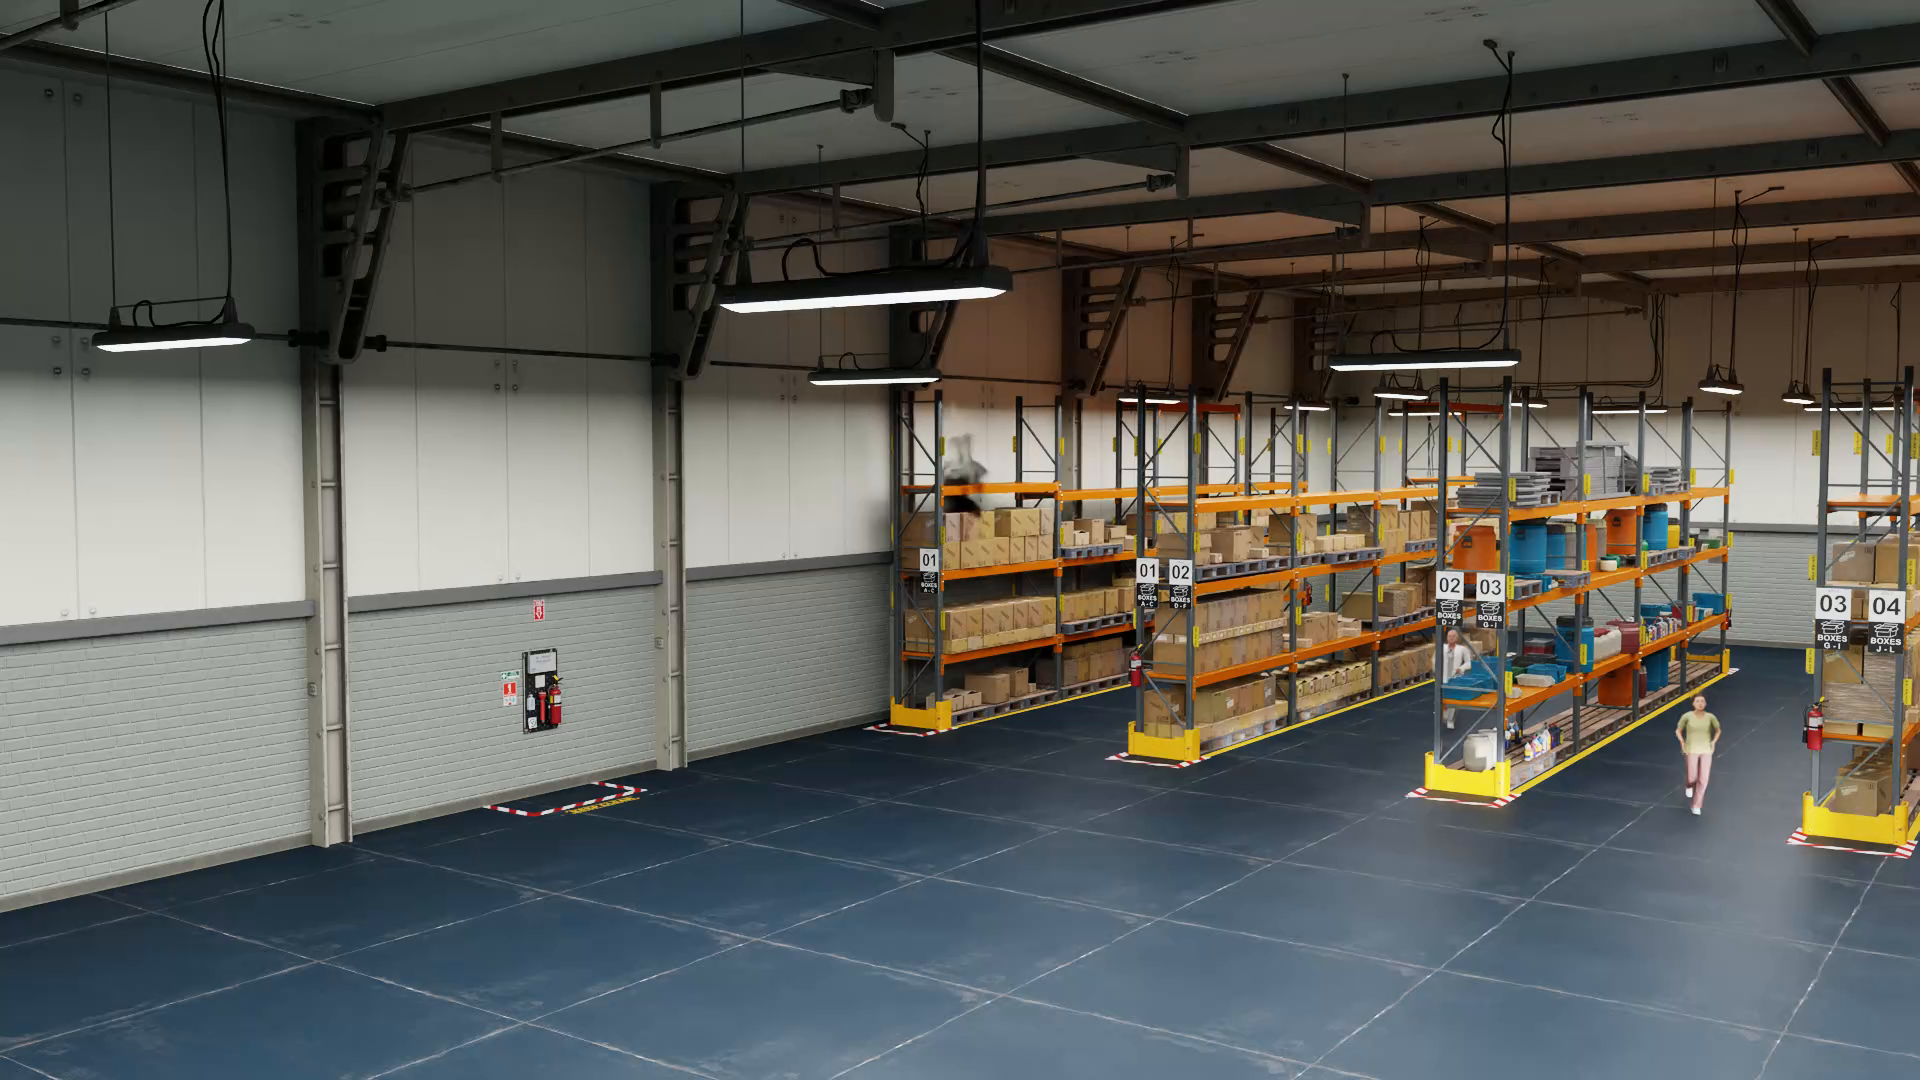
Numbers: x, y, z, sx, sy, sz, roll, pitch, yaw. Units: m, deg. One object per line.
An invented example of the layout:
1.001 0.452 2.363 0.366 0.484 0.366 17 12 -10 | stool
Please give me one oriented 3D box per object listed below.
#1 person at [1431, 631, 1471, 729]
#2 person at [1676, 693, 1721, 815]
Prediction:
8.712 2.476 29.530 0.707 1.733 0.633 1 3 20 | person
10.119 2.907 22.784 0.579 1.628 0.677 1 3 18 | person
